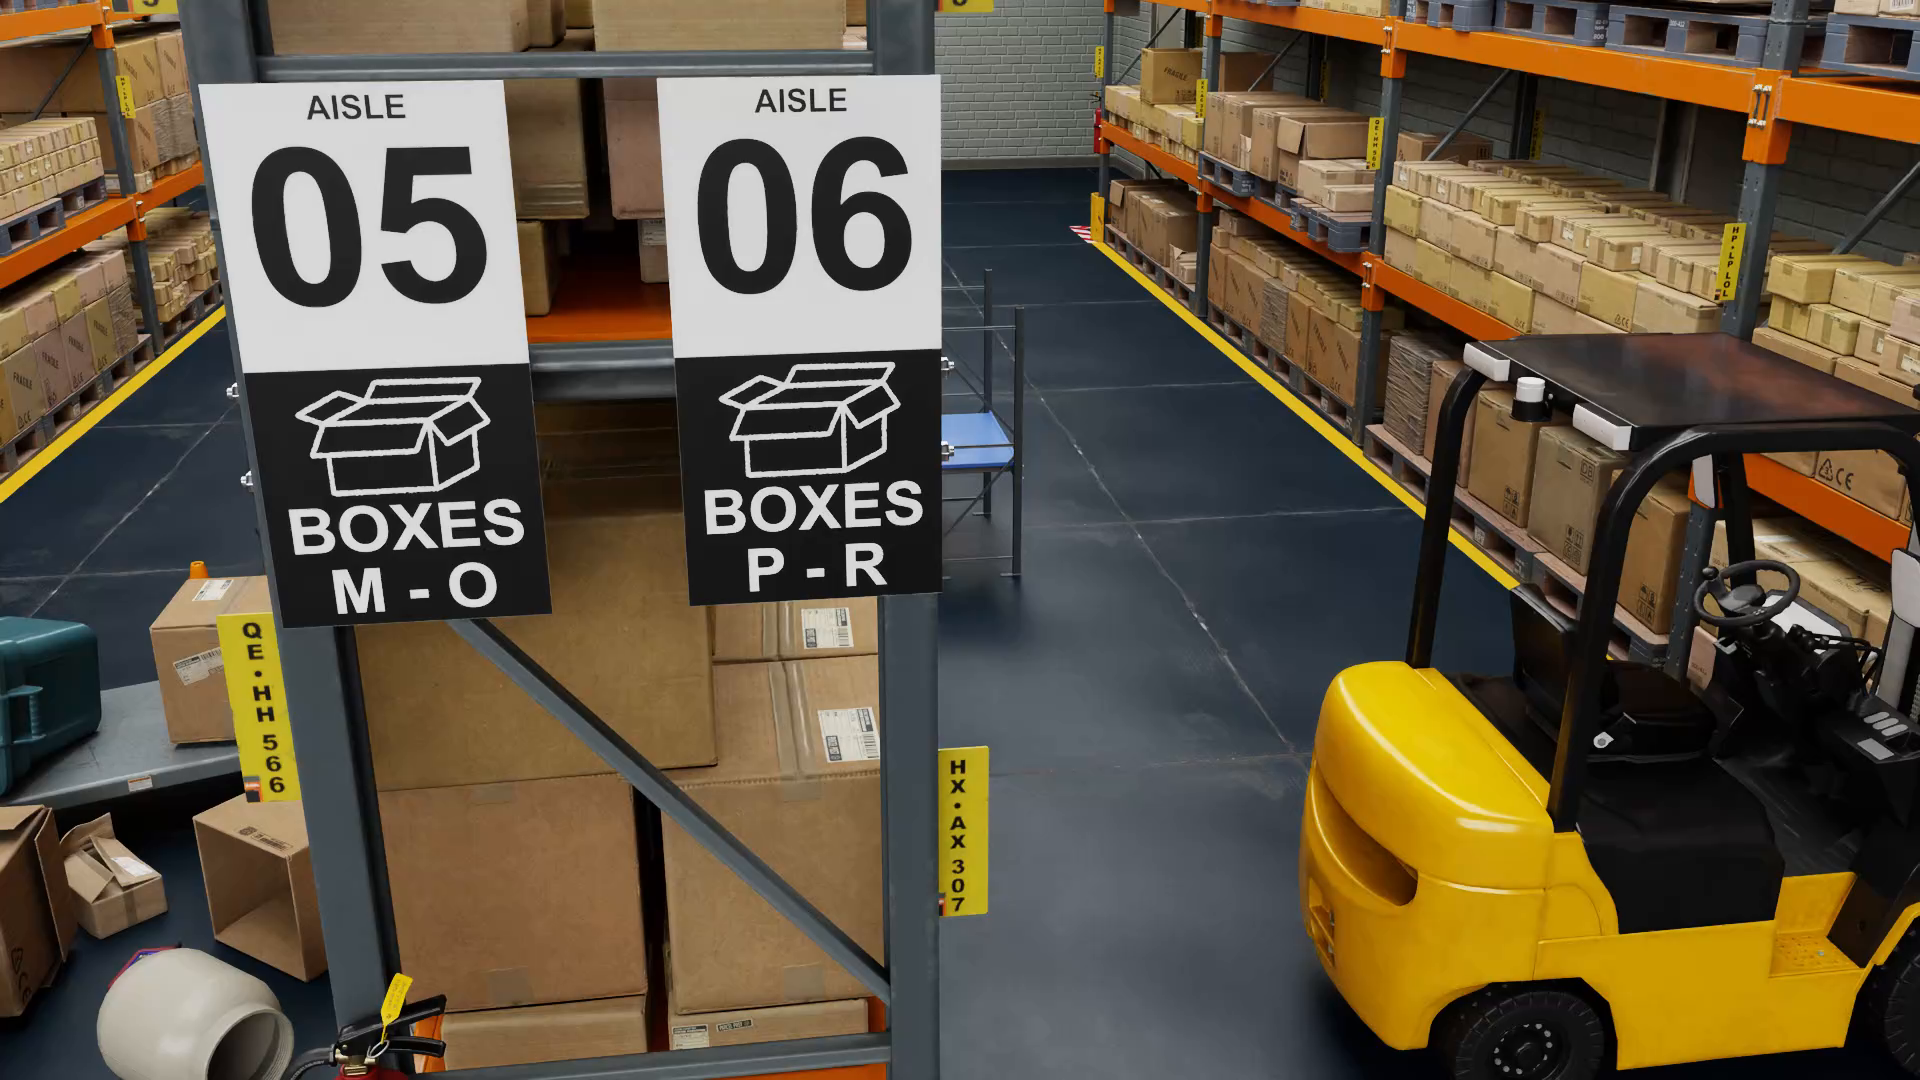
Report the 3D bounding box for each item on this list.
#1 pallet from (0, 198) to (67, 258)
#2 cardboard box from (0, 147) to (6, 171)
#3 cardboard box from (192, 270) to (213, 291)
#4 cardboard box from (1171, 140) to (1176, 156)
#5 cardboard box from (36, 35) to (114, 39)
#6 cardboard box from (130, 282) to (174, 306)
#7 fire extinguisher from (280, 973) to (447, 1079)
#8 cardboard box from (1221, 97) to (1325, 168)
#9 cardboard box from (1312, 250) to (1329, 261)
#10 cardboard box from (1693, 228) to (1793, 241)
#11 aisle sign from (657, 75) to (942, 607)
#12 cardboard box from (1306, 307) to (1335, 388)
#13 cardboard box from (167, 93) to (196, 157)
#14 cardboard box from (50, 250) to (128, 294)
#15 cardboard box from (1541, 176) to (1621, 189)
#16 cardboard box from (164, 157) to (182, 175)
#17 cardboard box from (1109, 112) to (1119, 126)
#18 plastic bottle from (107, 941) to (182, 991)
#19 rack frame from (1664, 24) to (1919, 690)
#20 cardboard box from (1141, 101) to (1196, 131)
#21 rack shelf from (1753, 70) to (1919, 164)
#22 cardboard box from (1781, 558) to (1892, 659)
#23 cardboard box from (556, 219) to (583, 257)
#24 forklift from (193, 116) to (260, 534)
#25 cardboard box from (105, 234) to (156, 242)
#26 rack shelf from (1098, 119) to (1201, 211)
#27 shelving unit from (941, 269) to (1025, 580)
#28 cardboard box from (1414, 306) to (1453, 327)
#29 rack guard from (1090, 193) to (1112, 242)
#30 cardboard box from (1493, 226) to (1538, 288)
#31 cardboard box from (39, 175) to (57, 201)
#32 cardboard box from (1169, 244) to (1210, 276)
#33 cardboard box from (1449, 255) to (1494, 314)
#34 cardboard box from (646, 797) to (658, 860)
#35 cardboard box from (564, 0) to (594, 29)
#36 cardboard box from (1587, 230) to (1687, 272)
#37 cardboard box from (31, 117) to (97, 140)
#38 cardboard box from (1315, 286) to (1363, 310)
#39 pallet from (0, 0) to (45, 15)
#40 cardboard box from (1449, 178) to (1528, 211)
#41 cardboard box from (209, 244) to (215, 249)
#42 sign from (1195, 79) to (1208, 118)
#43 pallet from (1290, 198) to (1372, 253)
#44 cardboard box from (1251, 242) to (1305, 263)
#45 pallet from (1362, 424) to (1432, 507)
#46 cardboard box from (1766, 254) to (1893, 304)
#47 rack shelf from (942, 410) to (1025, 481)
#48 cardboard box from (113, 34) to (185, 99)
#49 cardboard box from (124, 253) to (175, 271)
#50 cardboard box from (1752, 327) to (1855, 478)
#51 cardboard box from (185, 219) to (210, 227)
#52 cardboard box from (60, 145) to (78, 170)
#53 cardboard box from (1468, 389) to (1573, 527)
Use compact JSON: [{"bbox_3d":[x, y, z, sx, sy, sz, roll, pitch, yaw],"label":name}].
[{"bbox_3d":[-6.901,-2.143,11.442,1.003,0.211,1.213,-3,21,-8],"label":"pallet"},{"bbox_3d":[-6.641,-2.533,11.118,0.380,0.149,0.250,-2,21,-6],"label":"cardboard box"},{"bbox_3d":[-7.114,-2.386,15.291,0.380,0.149,0.250,-3,21,-9],"label":"cardboard box"},{"bbox_3d":[2.216,-3.721,15.751,0.380,0.149,0.250,-2,21,-6],"label":"cardboard box"},{"bbox_3d":[-7.627,-4.095,14.397,0.500,0.500,0.500,-2,21,-6],"label":"cardboard box"},{"bbox_3d":[-6.888,-2.077,14.040,0.380,0.149,0.250,-2,21,-5],"label":"cardboard box"},{"bbox_3d":[-0.978,1.034,2.770,0.296,0.674,0.183,-3,21,-8],"label":"fire extinguisher"},{"bbox_3d":[2.566,-3.357,13.673,0.700,0.500,0.500,-3,21,-7],"label":"cardboard box"},{"bbox_3d":[3.118,-2.328,13.707,0.380,0.149,0.250,-2,21,-6],"label":"cardboard box"},{"bbox_3d":[3.879,-1.454,8.252,0.380,0.149,0.250,-3,21,-8],"label":"cardboard box"},{"bbox_3d":[-0.223,-0.277,2.455,0.394,0.787,0.004,-3,21,-8],"label":"aisle sign"},{"bbox_3d":[2.884,-1.421,12.207,0.500,0.500,0.500,-3,21,-9],"label":"cardboard box"},{"bbox_3d":[-7.089,-3.652,14.640,0.500,0.500,0.500,-3,21,-9],"label":"cardboard box"},{"bbox_3d":[-6.794,-2.067,12.863,0.500,0.250,0.500,-3,21,-9],"label":"cardboard box"},{"bbox_3d":[3.696,-2.075,9.916,0.380,0.149,0.250,-3,21,-9],"label":"cardboard box"},{"bbox_3d":[-7.075,-3.292,14.603,0.380,0.149,0.250,-3,21,-7],"label":"cardboard box"},{"bbox_3d":[1.842,-4.611,18.133,0.380,0.149,0.250,-3,21,-8],"label":"cardboard box"},{"bbox_3d":[-2.785,1.468,5.698,0.133,0.061,0.283,1,20,2],"label":"plastic bottle"},{"bbox_3d":[3.796,-0.701,7.307,1.000,3.000,0.127,-3,21,-8],"label":"rack frame"},{"bbox_3d":[2.109,-4.229,16.540,0.500,0.250,0.500,-3,21,-9],"label":"cardboard box"},{"bbox_3d":[4.085,-1.077,5.054,1.077,0.370,4.000,-3,21,-8],"label":"rack shelf"},{"bbox_3d":[3.619,0.282,6.573,0.500,0.250,0.500,-3,21,-8],"label":"cardboard box"},{"bbox_3d":[-0.940,-0.640,3.214,0.380,0.149,0.250,-2,21,-6],"label":"cardboard box"},{"bbox_3d":[-3.279,-1.289,8.979,1.130,2.935,3.031,-2,21,-6],"label":"forklift"},{"bbox_3d":[-7.649,-2.724,15.347,0.380,0.149,0.250,-3,21,-8],"label":"cardboard box"},{"bbox_3d":[2.355,-3.827,16.703,1.077,0.370,4.000,-3,21,-8],"label":"rack shelf"},{"bbox_3d":[0.012,-0.673,9.375,0.538,1.500,1.048,-3,21,-8],"label":"shelving unit"},{"bbox_3d":[3.453,-1.612,11.791,0.380,0.149,0.250,-2,21,-5],"label":"cardboard box"},{"bbox_3d":[2.077,-3.659,18.798,1.175,0.500,0.348,-3,21,-8],"label":"rack guard"},{"bbox_3d":[3.269,-1.553,9.087,0.500,0.250,0.500,-3,21,-7],"label":"cardboard box"},{"bbox_3d":[-6.745,-2.527,11.955,0.380,0.149,0.250,-4,21,-10],"label":"cardboard box"},{"bbox_3d":[2.221,-2.689,15.936,0.396,0.266,0.258,-2,21,-6],"label":"cardboard box"},{"bbox_3d":[3.191,-1.498,9.653,0.500,0.250,0.500,-4,21,-10],"label":"cardboard box"},{"bbox_3d":[-0.957,0.401,3.786,0.500,0.500,0.500,-3,21,-8],"label":"cardboard box"},{"bbox_3d":[-0.919,-1.097,3.299,0.380,0.149,0.250,-3,21,-7],"label":"cardboard box"},{"bbox_3d":[3.320,-1.419,8.159,0.380,0.149,0.250,-4,21,-9],"label":"cardboard box"},{"bbox_3d":[-6.901,-3.164,12.808,0.380,0.149,0.250,-2,21,-5],"label":"cardboard box"},{"bbox_3d":[2.833,-1.760,12.188,0.380,0.149,0.250,-4,21,-10],"label":"cardboard box"},{"bbox_3d":[-7.016,-3.674,11.247,1.213,0.211,1.003,-3,21,-8],"label":"pallet"},{"bbox_3d":[3.126,-2.042,9.826,0.380,0.149,0.250,-3,21,-7],"label":"cardboard box"},{"bbox_3d":[-7.188,-2.704,15.718,0.380,0.149,0.250,-2,21,-5],"label":"cardboard box"},{"bbox_3d":[2.107,-3.847,14.491,0.100,0.325,0.005,-3,21,-8],"label":"sign"},{"bbox_3d":[3.052,-2.228,11.667,1.213,0.211,1.003,-3,21,-8],"label":"pallet"},{"bbox_3d":[2.649,-2.389,13.870,0.380,0.149,0.250,-3,21,-9],"label":"cardboard box"},{"bbox_3d":[3.300,-0.493,10.734,1.003,0.211,1.213,-3,21,-8],"label":"pallet"},{"bbox_3d":[3.549,-1.066,6.788,0.380,0.149,0.250,-2,21,-7],"label":"cardboard box"},{"bbox_3d":[0.012,-0.505,9.438,0.538,0.185,1.000,-3,21,-8],"label":"rack shelf"},{"bbox_3d":[-7.108,-4.113,14.444,0.500,0.500,0.500,-3,21,-7],"label":"cardboard box"},{"bbox_3d":[-7.063,-2.388,14.447,0.380,0.149,0.250,-3,21,-9],"label":"cardboard box"},{"bbox_3d":[3.602,-0.581,6.843,0.500,0.500,0.500,-3,21,-9],"label":"cardboard box"},{"bbox_3d":[-7.285,-3.023,16.148,0.380,0.149,0.250,-4,21,-10],"label":"cardboard box"},{"bbox_3d":[-6.827,-2.848,12.389,0.380,0.149,0.250,-2,21,-5],"label":"cardboard box"},{"bbox_3d":[3.495,-0.495,9.548,0.875,0.625,0.625,-4,21,-10],"label":"cardboard box"}]
